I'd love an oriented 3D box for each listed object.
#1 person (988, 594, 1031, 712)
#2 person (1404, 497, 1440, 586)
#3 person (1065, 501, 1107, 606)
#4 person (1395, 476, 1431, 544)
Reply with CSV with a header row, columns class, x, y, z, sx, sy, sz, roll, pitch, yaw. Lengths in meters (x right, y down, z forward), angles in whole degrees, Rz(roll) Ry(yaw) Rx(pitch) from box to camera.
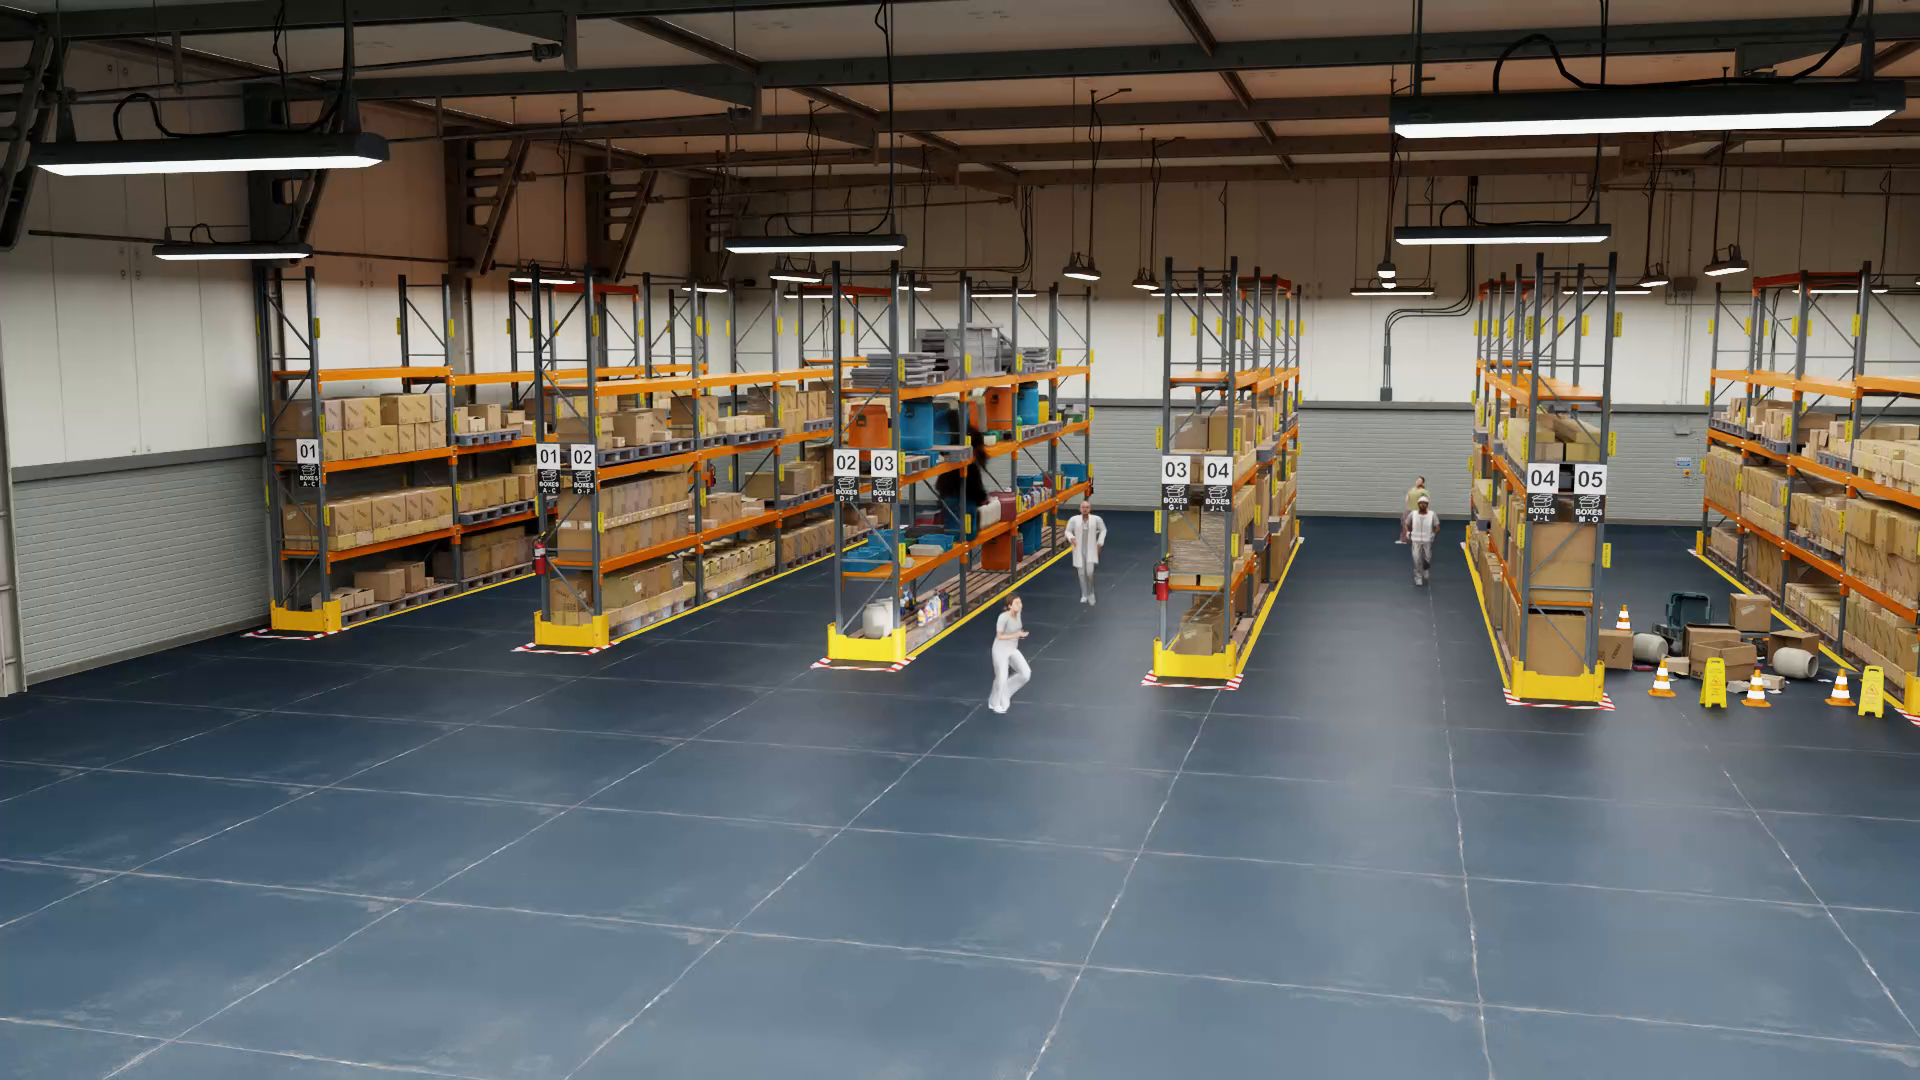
class,x,y,z,sx,sy,sz,roll,pitch,yaw
person,0.632,1.472,21.528,0.541,1.600,0.766,-6,10,-41
person,9.035,0.015,32.567,0.685,1.735,0.675,2,8,16
person,2.140,0.333,28.596,0.706,1.616,0.678,1,7,10
person,10.532,-0.682,38.571,0.696,1.596,0.652,-4,8,-27
